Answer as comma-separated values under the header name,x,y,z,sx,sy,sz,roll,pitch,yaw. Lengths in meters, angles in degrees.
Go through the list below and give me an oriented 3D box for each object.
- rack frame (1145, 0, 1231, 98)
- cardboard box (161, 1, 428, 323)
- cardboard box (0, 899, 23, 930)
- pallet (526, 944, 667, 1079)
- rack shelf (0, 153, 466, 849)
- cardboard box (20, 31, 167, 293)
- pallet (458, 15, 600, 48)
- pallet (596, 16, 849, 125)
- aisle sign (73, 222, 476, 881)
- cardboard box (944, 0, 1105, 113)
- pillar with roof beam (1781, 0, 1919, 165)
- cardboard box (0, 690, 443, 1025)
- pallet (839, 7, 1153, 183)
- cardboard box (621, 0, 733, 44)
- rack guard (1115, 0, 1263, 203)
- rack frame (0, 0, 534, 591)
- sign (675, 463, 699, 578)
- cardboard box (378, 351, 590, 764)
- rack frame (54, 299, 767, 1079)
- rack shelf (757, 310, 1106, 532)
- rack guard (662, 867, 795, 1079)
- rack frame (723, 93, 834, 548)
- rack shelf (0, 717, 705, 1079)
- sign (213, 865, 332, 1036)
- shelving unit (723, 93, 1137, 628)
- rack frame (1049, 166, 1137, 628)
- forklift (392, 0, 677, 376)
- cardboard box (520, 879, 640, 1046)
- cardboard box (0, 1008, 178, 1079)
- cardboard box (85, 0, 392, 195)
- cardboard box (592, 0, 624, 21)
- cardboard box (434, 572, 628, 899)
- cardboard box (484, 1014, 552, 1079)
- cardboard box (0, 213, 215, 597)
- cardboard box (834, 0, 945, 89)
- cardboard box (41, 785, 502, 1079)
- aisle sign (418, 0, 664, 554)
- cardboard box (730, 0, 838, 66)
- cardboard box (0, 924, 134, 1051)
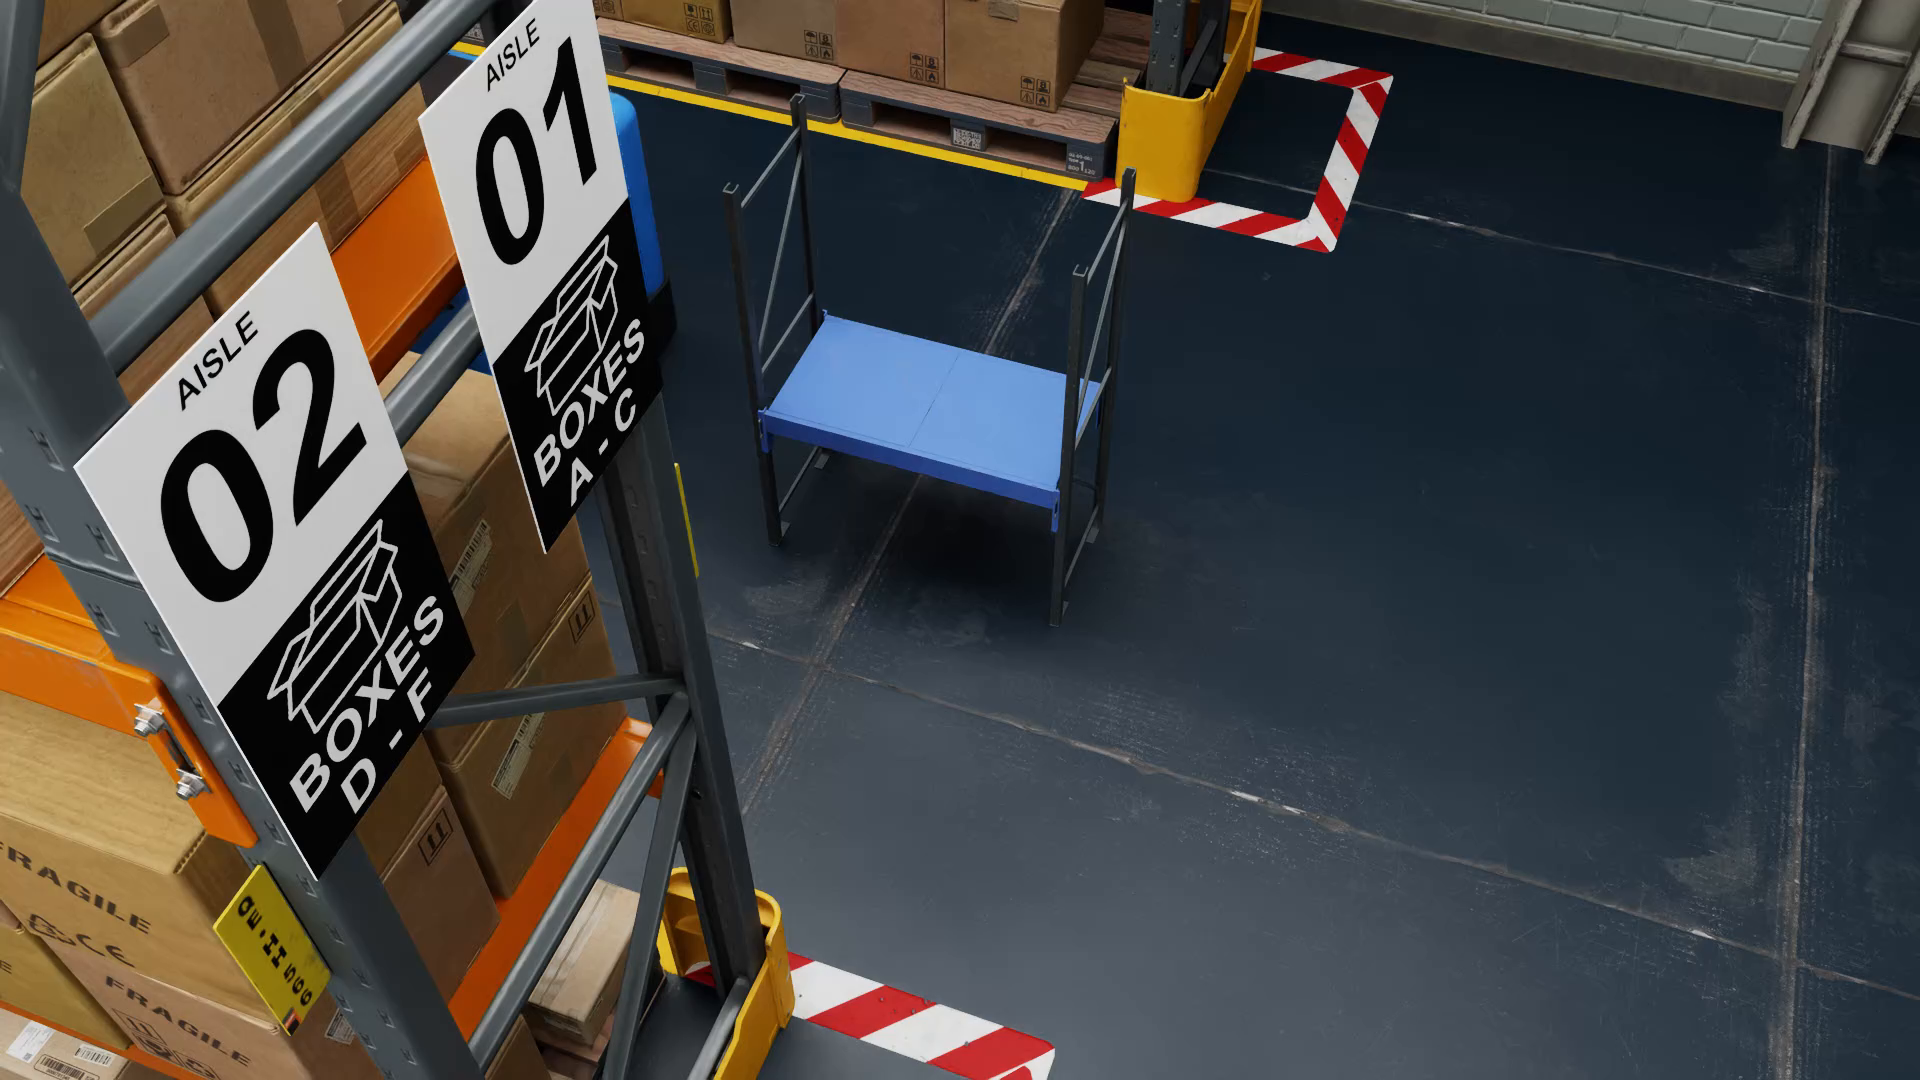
name,x,y,z,sx,sy,sz,roll,pitch,yaw
rack frame,0.980,-2.847,6.233,0.127,3.000,1.000,16,51,13
cardboard box,-1.127,-0.583,2.384,0.500,0.250,0.500,16,51,13
cardboard box,-1.720,0.252,2.819,0.500,0.500,0.500,17,51,14
pallet,-1.552,1.351,4.440,1.213,0.211,1.003,16,51,13
rack shelf,-2.609,-0.605,2.781,4.000,0.370,1.077,16,51,13
cardboard box,-1.303,-0.385,1.883,0.500,0.250,0.500,16,51,13
pallet,-2.086,-2.727,7.973,1.213,0.211,1.003,16,51,13
pallet,-0.937,-2.408,7.698,1.213,0.211,1.003,16,51,13
aisle sign,-0.775,0.049,2.002,0.004,0.787,0.394,16,51,13
cardboard box,0.289,-2.278,7.116,0.500,0.500,0.700,16,51,13
pillar with roof beam,2.321,-1.666,1.239,0.400,9.000,9.100,16,51,13
cardboard box,-1.246,0.384,2.705,0.500,0.500,0.500,15,51,13
pallet,0.203,-2.088,7.420,1.213,0.211,1.003,16,51,13
cardboard box,-1.155,-2.675,7.460,0.500,0.500,0.700,17,51,14
rack guard,1.003,-2.022,7.172,0.348,0.500,1.175,16,51,13
rack frame,-0.733,-1.299,0.921,0.127,3.000,1.000,16,51,13
sign,-0.545,-0.003,3.195,0.005,0.325,0.100,16,51,13
cardboard box,-1.058,0.002,3.035,0.500,0.500,0.500,17,51,14
rack frame,-0.733,0.665,3.188,0.127,3.000,1.000,16,51,13
rack shelf,-0.080,-0.396,5.339,1.000,0.185,0.538,16,51,13
rack guard,-0.804,1.464,4.150,0.348,0.500,1.175,16,51,13
rack frame,-0.557,-0.647,5.318,0.032,1.500,0.500,16,51,13
rack shelf,-2.609,0.377,3.914,4.000,0.370,1.077,16,51,13
sign,-0.944,0.571,2.295,0.005,0.325,0.100,16,51,13
shelving unit,-0.080,-0.514,5.203,1.048,1.500,0.538,16,51,13
rack frame,0.397,-0.380,5.087,0.032,1.500,0.500,16,51,13
forklift,-2.649,-1.862,5.424,3.031,2.935,1.130,18,51,15
cardboard box,-1.006,1.102,4.406,0.250,0.149,0.380,16,51,13
cardboard box,-2.209,1.184,4.267,0.500,0.250,0.500,16,51,13
cardboard box,-1.124,-0.751,2.199,0.500,0.250,0.500,16,51,13
cardboard box,-1.636,-2.811,7.578,0.500,0.500,0.700,15,51,13
cardboard box,-1.058,0.330,3.413,0.500,0.500,0.500,17,51,14
cardboard box,-1.328,1.372,3.939,0.500,0.500,0.500,16,51,13
cardboard box,-1.306,-0.216,2.066,0.500,0.250,0.500,16,51,13
cardboard box,-0.180,-2.409,7.229,0.500,0.500,0.700,15,51,13
cardboard box,-1.247,0.708,3.085,0.500,0.500,0.500,17,51,14
aisle sign,-0.567,-0.376,2.371,0.004,0.787,0.394,16,51,13
cardboard box,-0.652,-2.541,7.343,0.500,0.500,0.700,14,51,12
cardboard box,-1.735,0.575,3.201,0.500,0.500,0.500,16,51,13
